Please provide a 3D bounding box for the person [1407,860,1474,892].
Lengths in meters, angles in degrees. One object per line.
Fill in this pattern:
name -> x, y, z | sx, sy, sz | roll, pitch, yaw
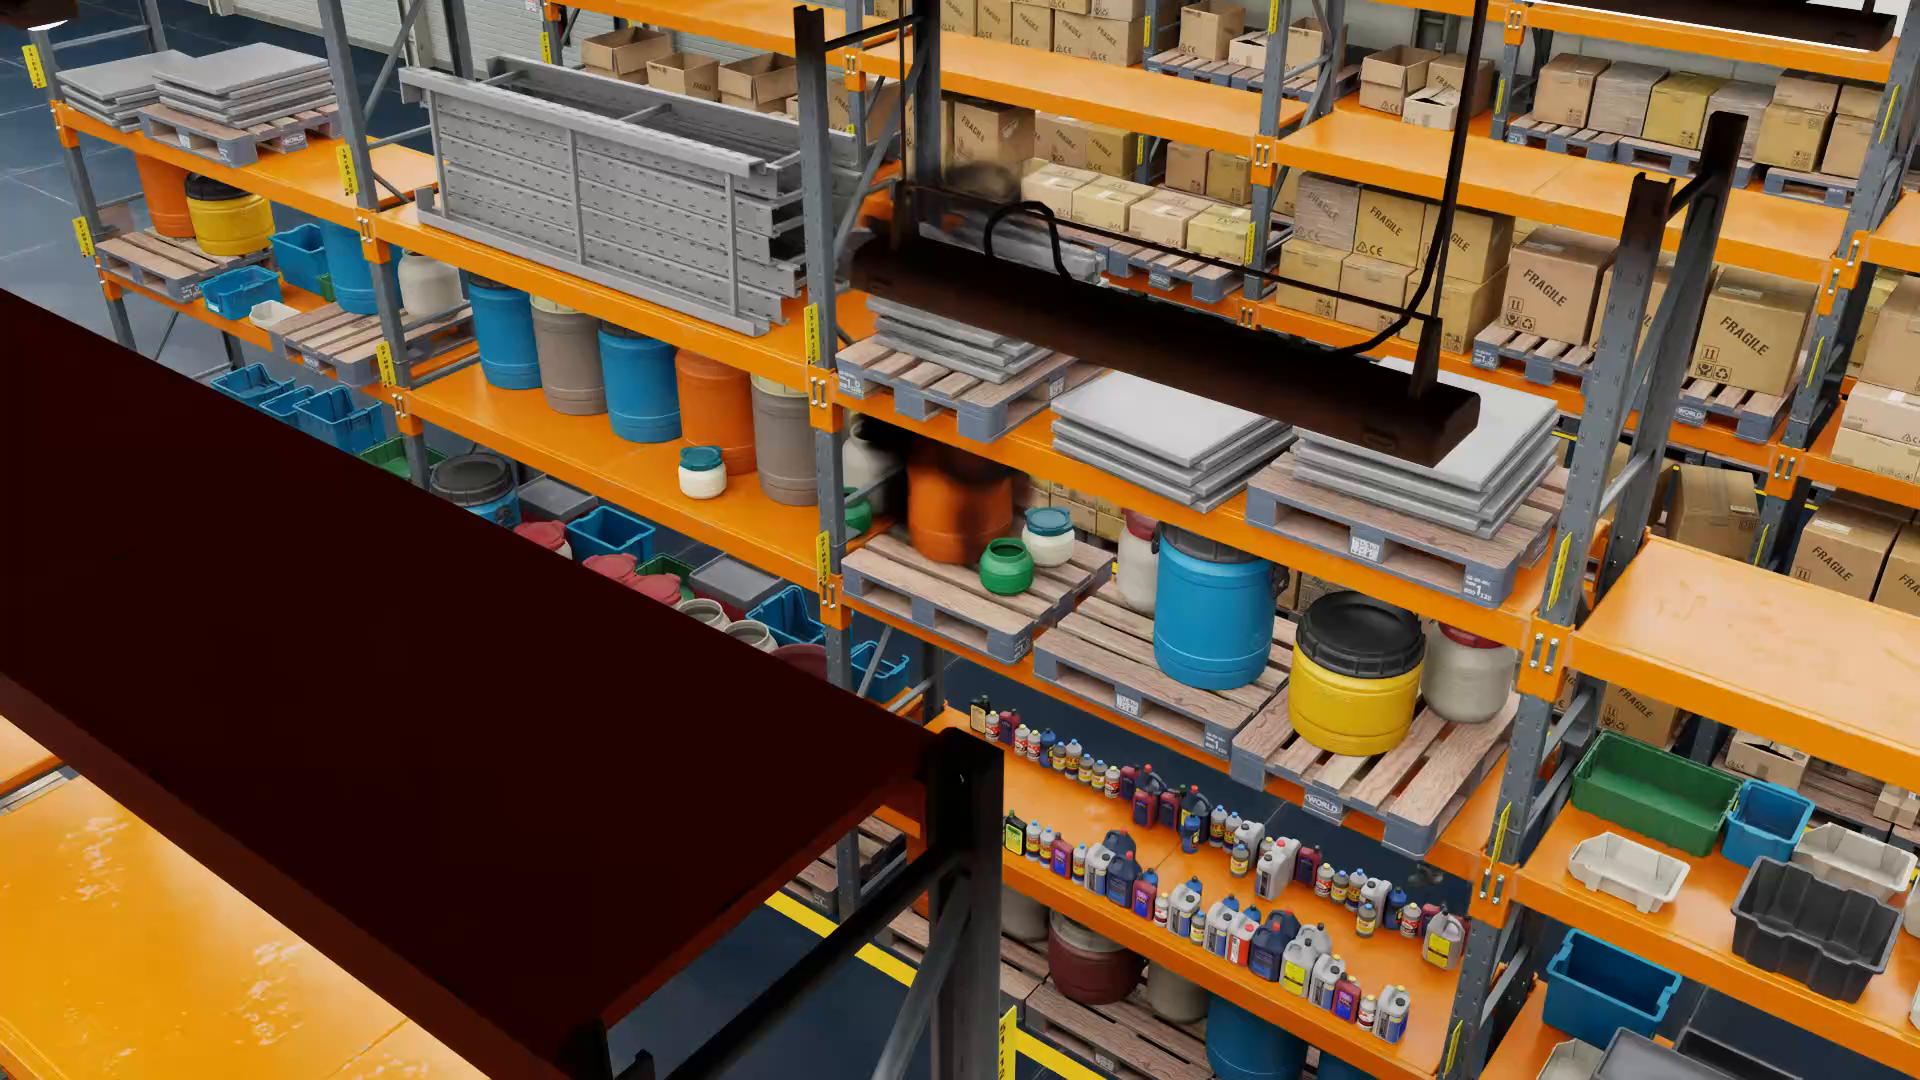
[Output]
person -> 3.236, 1.568, 10.620 | 0.611, 1.860, 0.830 | -27, 41, -37
